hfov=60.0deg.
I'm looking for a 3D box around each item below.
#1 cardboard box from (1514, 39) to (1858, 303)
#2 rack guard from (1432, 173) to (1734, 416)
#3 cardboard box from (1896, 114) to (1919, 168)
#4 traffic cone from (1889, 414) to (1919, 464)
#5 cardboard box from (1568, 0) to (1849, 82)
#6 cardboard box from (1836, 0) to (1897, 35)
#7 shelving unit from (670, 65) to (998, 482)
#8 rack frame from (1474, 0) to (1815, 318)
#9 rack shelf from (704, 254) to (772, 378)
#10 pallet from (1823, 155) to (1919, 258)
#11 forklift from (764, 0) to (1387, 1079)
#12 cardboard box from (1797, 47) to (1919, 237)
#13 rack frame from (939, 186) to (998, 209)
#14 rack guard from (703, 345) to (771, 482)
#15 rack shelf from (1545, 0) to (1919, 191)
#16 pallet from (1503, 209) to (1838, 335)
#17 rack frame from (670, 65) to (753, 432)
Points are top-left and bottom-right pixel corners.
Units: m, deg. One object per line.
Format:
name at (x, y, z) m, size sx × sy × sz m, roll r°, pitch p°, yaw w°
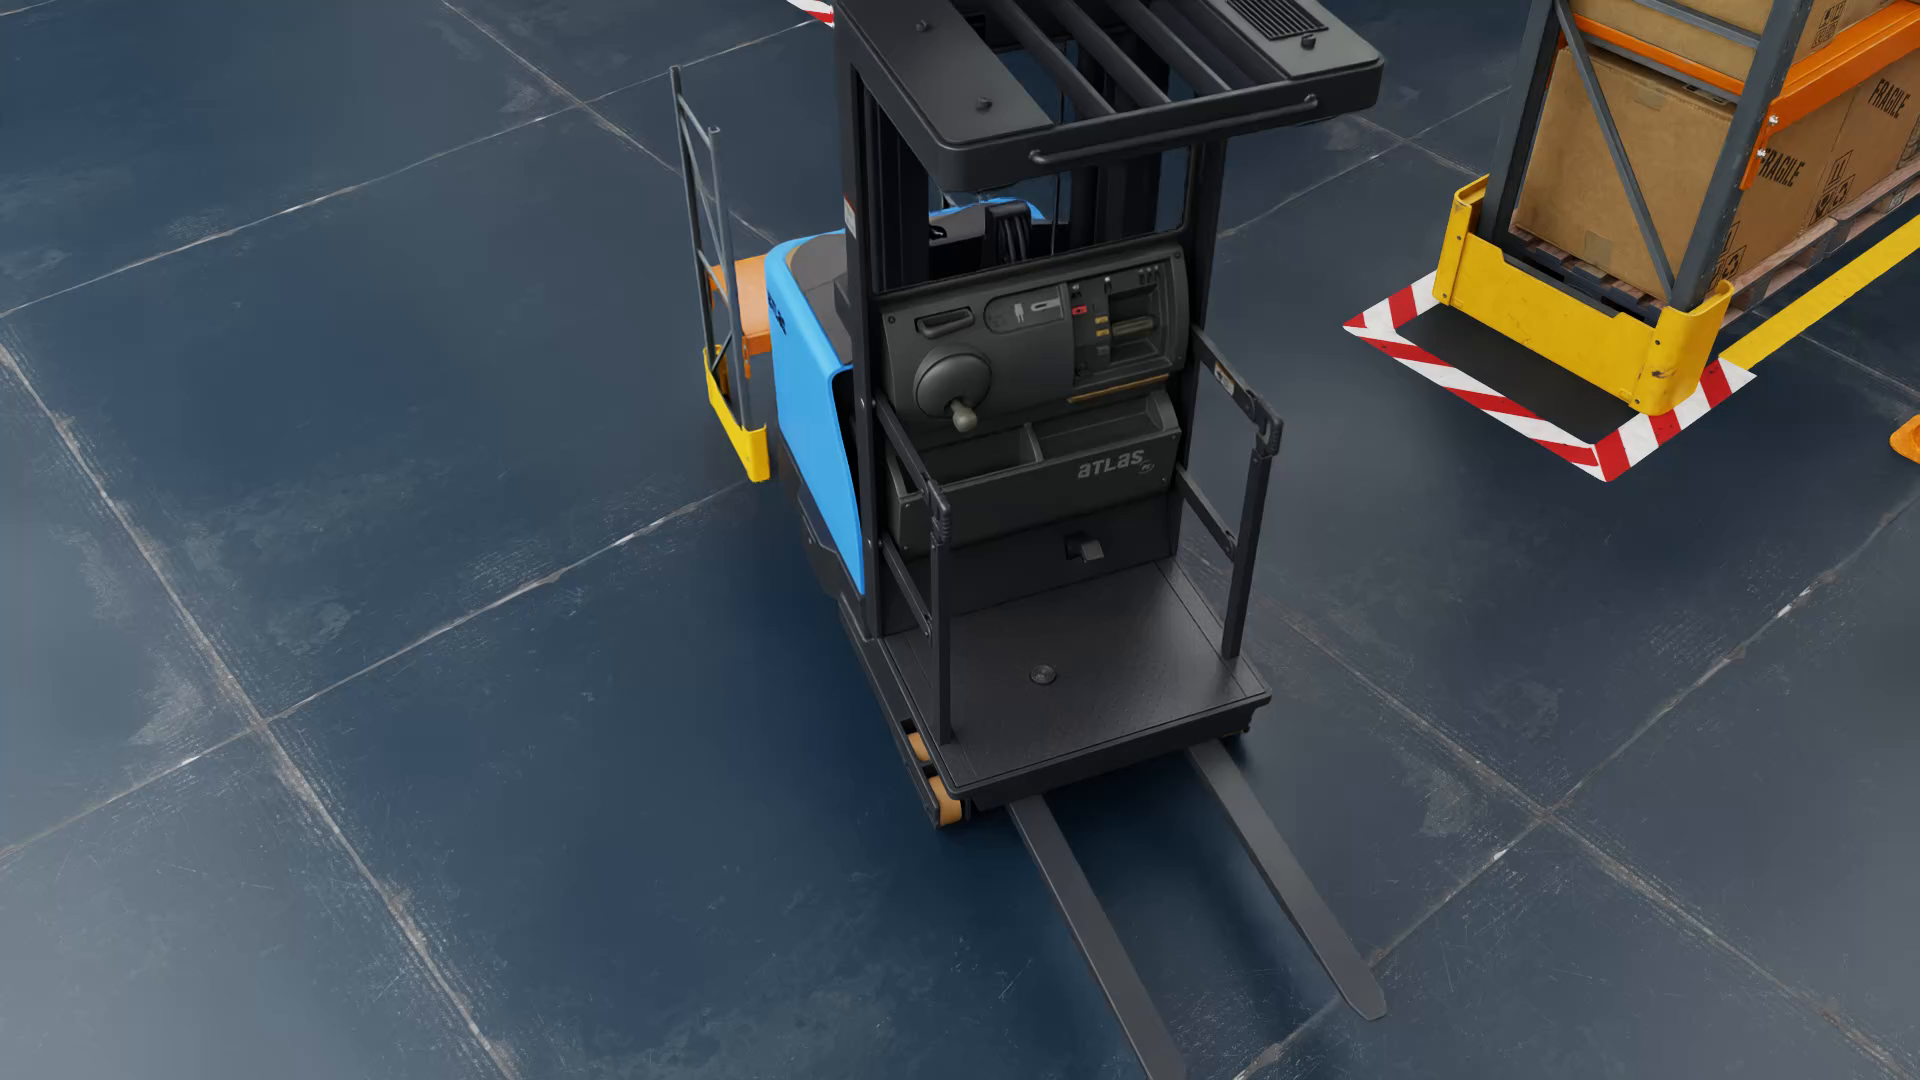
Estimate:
cardboard box at (3.082, -1.684, 7.098) m, size 0.875 × 0.875 × 0.875 m, roll -29°, pitch 51°, yaw -28°
rack guard at (2.586, -1.051, 7.004) m, size 0.348 × 0.500 × 1.175 m, roll -30°, pitch 51°, yaw -28°
cardboard box at (4.456, -2.471, 7.935) m, size 0.875 × 0.875 × 0.875 m, roll -29°, pitch 51°, yaw -28°
traffic cone at (3.923, -0.536, 6.483) m, size 0.334 × 0.463 × 0.336 m, roll -30°, pitch 51°, yaw -28°
cardboard box at (2.860, -2.215, 6.307) m, size 0.550 × 0.550 × 0.875 m, roll -30°, pitch 51°, yaw -28°
cardboard box at (3.268, -2.468, 6.577) m, size 0.550 × 0.550 × 0.875 m, roll -30°, pitch 51°, yaw -28°
shelving unit at (-0.430, -1.099, 6.324) m, size 1.083 × 1.500 × 0.587 m, roll -16°, pitch 46°, yaw -17°
rack frame at (2.604, -1.973, 6.160) m, size 0.127 × 3.000 × 1.000 m, roll -30°, pitch 51°, yaw -28°
rack shelf at (-0.439, -0.965, 6.445) m, size 1.000 × 0.185 × 0.538 m, roll -16°, pitch 46°, yaw -17°
pallet at (4.103, -1.882, 8.100) m, size 1.213 × 0.211 × 1.003 m, roll -30°, pitch 51°, yaw -28°
forklift at (0.309, -0.492, 4.633) m, size 1.130 × 2.935 × 3.031 m, roll -15°, pitch 45°, yaw -15°
cardboard box at (3.756, -2.072, 7.510) m, size 0.875 × 0.875 × 0.875 m, roll -31°, pitch 51°, yaw -28°
rack frame at (0.028, -1.235, 6.469) m, size 0.032 × 1.500 × 0.500 m, roll -16°, pitch 46°, yaw -17°
rack guard at (-0.887, -0.508, 6.608) m, size 0.087 × 0.250 × 0.587 m, roll -16°, pitch 46°, yaw -17°
rack shelf at (4.138, -2.589, 7.341) m, size 4.000 × 0.370 × 1.077 m, roll -30°, pitch 51°, yaw -28°
pallet at (3.168, -1.349, 7.532) m, size 1.213 × 0.211 × 1.003 m, roll -30°, pitch 51°, yaw -28°
rack frame at (-0.905, -0.958, 6.175) m, size 0.032 × 1.500 × 0.500 m, roll -16°, pitch 46°, yaw -17°
